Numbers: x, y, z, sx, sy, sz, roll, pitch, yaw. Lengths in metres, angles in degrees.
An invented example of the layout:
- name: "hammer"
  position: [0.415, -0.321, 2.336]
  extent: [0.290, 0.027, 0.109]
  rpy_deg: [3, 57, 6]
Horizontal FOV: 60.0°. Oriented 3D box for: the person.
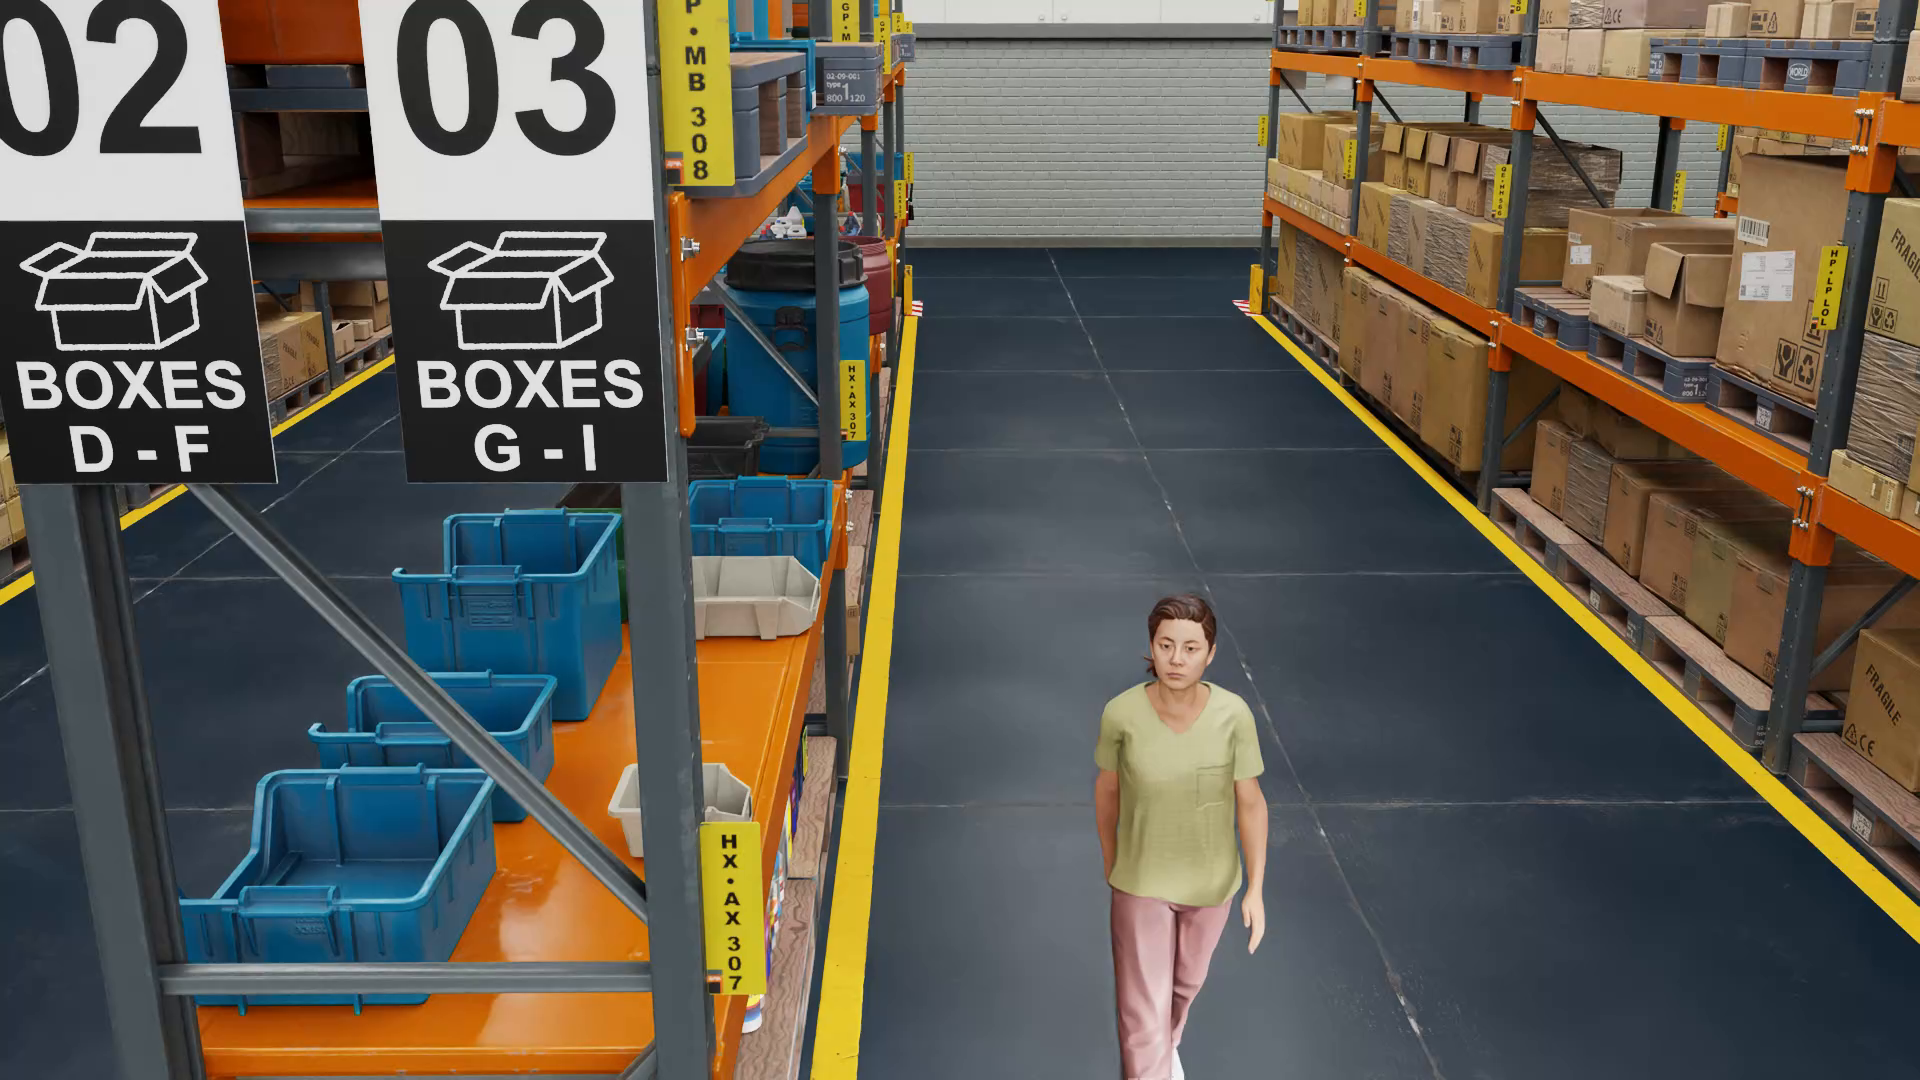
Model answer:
- name: "person"
  position: [0.599, 0.944, 4.475]
  extent: [0.453, 1.609, 1.024]
  rpy_deg: [-1, 17, -2]
